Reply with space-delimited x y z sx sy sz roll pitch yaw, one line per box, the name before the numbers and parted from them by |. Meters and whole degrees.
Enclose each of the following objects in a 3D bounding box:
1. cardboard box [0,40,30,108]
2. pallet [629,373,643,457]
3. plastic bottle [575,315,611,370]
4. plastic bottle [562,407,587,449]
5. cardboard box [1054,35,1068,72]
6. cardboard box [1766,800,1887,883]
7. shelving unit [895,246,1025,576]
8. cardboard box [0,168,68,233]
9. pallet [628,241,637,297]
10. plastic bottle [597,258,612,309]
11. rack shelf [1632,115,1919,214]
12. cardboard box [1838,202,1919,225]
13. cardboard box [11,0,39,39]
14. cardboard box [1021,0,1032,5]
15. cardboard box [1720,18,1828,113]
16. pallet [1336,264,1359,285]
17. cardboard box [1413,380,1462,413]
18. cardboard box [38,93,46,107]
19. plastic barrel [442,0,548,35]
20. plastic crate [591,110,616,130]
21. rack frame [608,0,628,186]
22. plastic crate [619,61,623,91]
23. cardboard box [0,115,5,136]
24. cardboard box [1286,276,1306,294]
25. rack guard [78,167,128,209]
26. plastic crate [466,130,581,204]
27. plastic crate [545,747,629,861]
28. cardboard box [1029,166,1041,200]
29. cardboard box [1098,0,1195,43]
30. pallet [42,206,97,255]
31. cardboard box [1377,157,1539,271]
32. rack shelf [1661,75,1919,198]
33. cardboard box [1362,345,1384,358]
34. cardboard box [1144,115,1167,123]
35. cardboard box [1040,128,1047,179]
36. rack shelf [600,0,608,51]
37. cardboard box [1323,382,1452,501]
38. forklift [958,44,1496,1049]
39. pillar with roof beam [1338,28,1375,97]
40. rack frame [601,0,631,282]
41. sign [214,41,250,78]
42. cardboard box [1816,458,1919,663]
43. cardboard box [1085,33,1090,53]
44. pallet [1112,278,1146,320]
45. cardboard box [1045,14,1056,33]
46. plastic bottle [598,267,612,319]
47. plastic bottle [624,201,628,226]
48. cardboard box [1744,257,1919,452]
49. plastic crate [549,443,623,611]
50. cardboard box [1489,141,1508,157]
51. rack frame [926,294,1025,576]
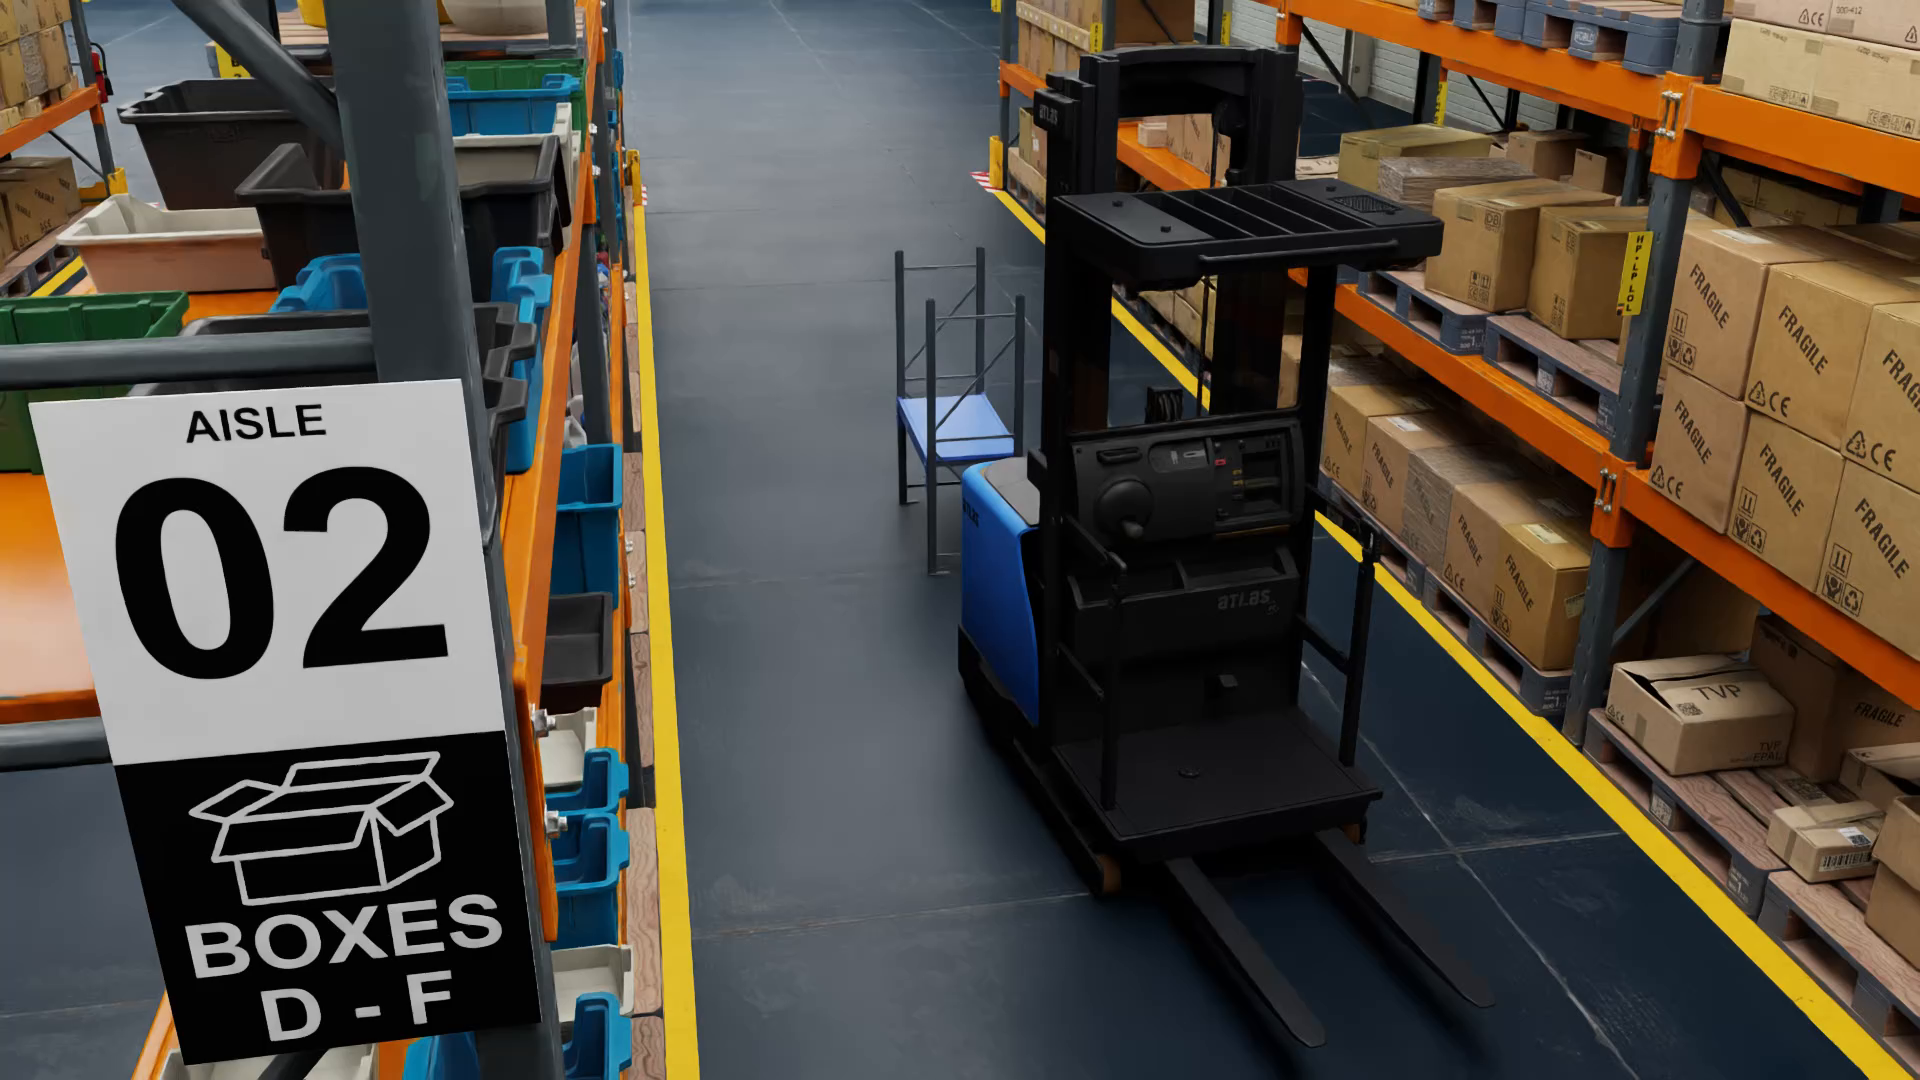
cardboard box | -8.398 -3.903 13.941 0.875 0.500 0.500 -4 24 -10
pallet | -2.573 -0.774 10.757 1.003 0.211 1.213 -4 24 -10
plastic bottle | -1.715 -0.953 7.747 0.144 0.351 0.185 -4 24 -10
plastic bottle | -1.482 -0.326 6.311 0.144 0.351 0.185 -4 24 -10
cardboard box | 1.285 -4.508 15.700 0.700 0.500 0.500 -4 24 -8
cardboard box | 3.176 1.082 6.016 0.380 0.166 0.250 -4 24 -10
shelving unit | -0.016 -0.721 9.027 0.538 1.500 1.048 -4 24 -10
cardboard box | -8.571 -3.091 15.179 0.500 0.500 0.500 2 24 4
pallet | -3.290 -2.307 14.268 1.003 0.211 1.213 -4 24 -10
plastic bottle | -1.891 -1.343 8.739 0.097 0.271 0.097 0 24 0
rack shelf | 6.899 -2.934 13.119 1.077 0.370 4.000 -4 24 -10
cardboard box | 7.041 -2.385 12.600 0.500 0.250 0.500 -4 24 -9
cardboard box | -8.282 -4.573 14.227 0.500 0.500 0.500 -4 24 -10
cardboard box | 1.005 -5.691 16.786 0.700 0.500 0.500 -4 24 -10
cardboard box | 2.988 -1.632 5.678 0.500 0.250 0.500 -4 24 -10
pallet | 2.596 -1.760 9.771 1.213 0.211 1.003 -4 24 -10
cardboard box | 2.900 -0.611 9.475 0.500 0.500 0.500 -5 24 -12
cardboard box | -8.380 -3.918 14.788 0.380 0.149 0.250 -4 24 -10
plastic barrel | -1.579 -2.025 5.698 0.433 0.535 0.433 0 24 0
plastic crate | -2.697 -2.899 12.160 0.392 0.384 0.575 -4 24 -10
rack frame | -3.947 -4.891 16.700 1.000 3.000 0.127 -4 24 -10
plastic crate | -3.446 -4.392 15.744 0.499 0.251 0.408 -4 24 -10
cardboard box | -7.987 -3.337 13.457 0.380 0.149 0.250 -4 24 -10
cardboard box | 2.488 -1.732 11.678 0.500 0.311 0.500 -5 24 -11
rack guard | -8.800 -3.349 16.293 1.175 0.500 0.348 -4 24 -10
plastic crate | -1.119 -0.952 4.264 0.293 0.136 0.466 -4 24 -10
plastic crate | -1.009 0.695 4.046 0.416 0.233 0.300 -4 24 -10
cardboard box | 0.991 -3.568 16.582 0.500 0.250 0.500 -4 24 -10
cardboard box | 1.573 -4.497 14.052 0.700 0.500 0.500 -4 24 -9
pallet | -8.685 -2.894 15.613 1.003 0.211 1.213 -4 24 -10
cardboard box | 2.610 -1.734 8.823 0.700 0.500 0.500 0 24 0
rack shelf | 3.511 -0.794 4.471 1.077 0.370 4.000 -4 24 -10
cardboard box | 2.593 -1.269 11.319 0.500 0.250 0.500 -4 24 -10
cardboard box | 1.796 -3.423 13.528 0.500 0.250 0.500 -3 24 -6
cardboard box | 1.077 -3.714 15.980 0.500 0.500 0.500 -4 24 -10
rack shelf | -2.837 -3.575 10.840 1.077 0.370 4.000 -4 24 -10
cardboard box | 2.395 -0.562 9.362 0.500 0.500 0.500 -5 24 -10
forklift | 0.929 -0.194 6.033 1.130 2.935 3.031 -7 25 -16
pillar with roof beam | 1.429 -10.203 21.368 9.100 9.000 0.400 -4 24 -10
rack frame | -3.207 -3.317 13.098 1.000 3.000 0.127 -4 24 -10
sign | -2.269 -1.509 5.199 0.100 0.325 0.005 -4 24 -10
cardboard box | 3.155 0.037 5.292 0.500 0.500 0.500 -4 24 -10
cardboard box | 1.306 -4.317 14.451 0.380 0.149 0.250 -5 24 -11
pallet | 1.836 -2.118 13.835 1.003 0.211 1.213 -4 24 -10
cardboard box | 1.023 -4.922 15.837 0.380 0.149 0.250 -5 24 -10
plastic bottle | -1.855 -1.267 8.563 0.097 0.271 0.097 0 24 0
plastic bottle | -3.131 -2.998 15.221 0.152 0.276 0.135 -5 24 -11
cardboard box | 3.047 -0.631 5.572 0.500 0.500 0.500 -5 24 -11
plastic crate | -1.306 -0.032 5.521 0.392 0.384 0.575 -4 24 -10
cardboard box | 5.934 -4.090 17.677 0.500 0.311 0.500 -2 24 -5
rack frame | 0.078 -0.521 8.569 0.500 1.500 0.032 -4 24 -10
